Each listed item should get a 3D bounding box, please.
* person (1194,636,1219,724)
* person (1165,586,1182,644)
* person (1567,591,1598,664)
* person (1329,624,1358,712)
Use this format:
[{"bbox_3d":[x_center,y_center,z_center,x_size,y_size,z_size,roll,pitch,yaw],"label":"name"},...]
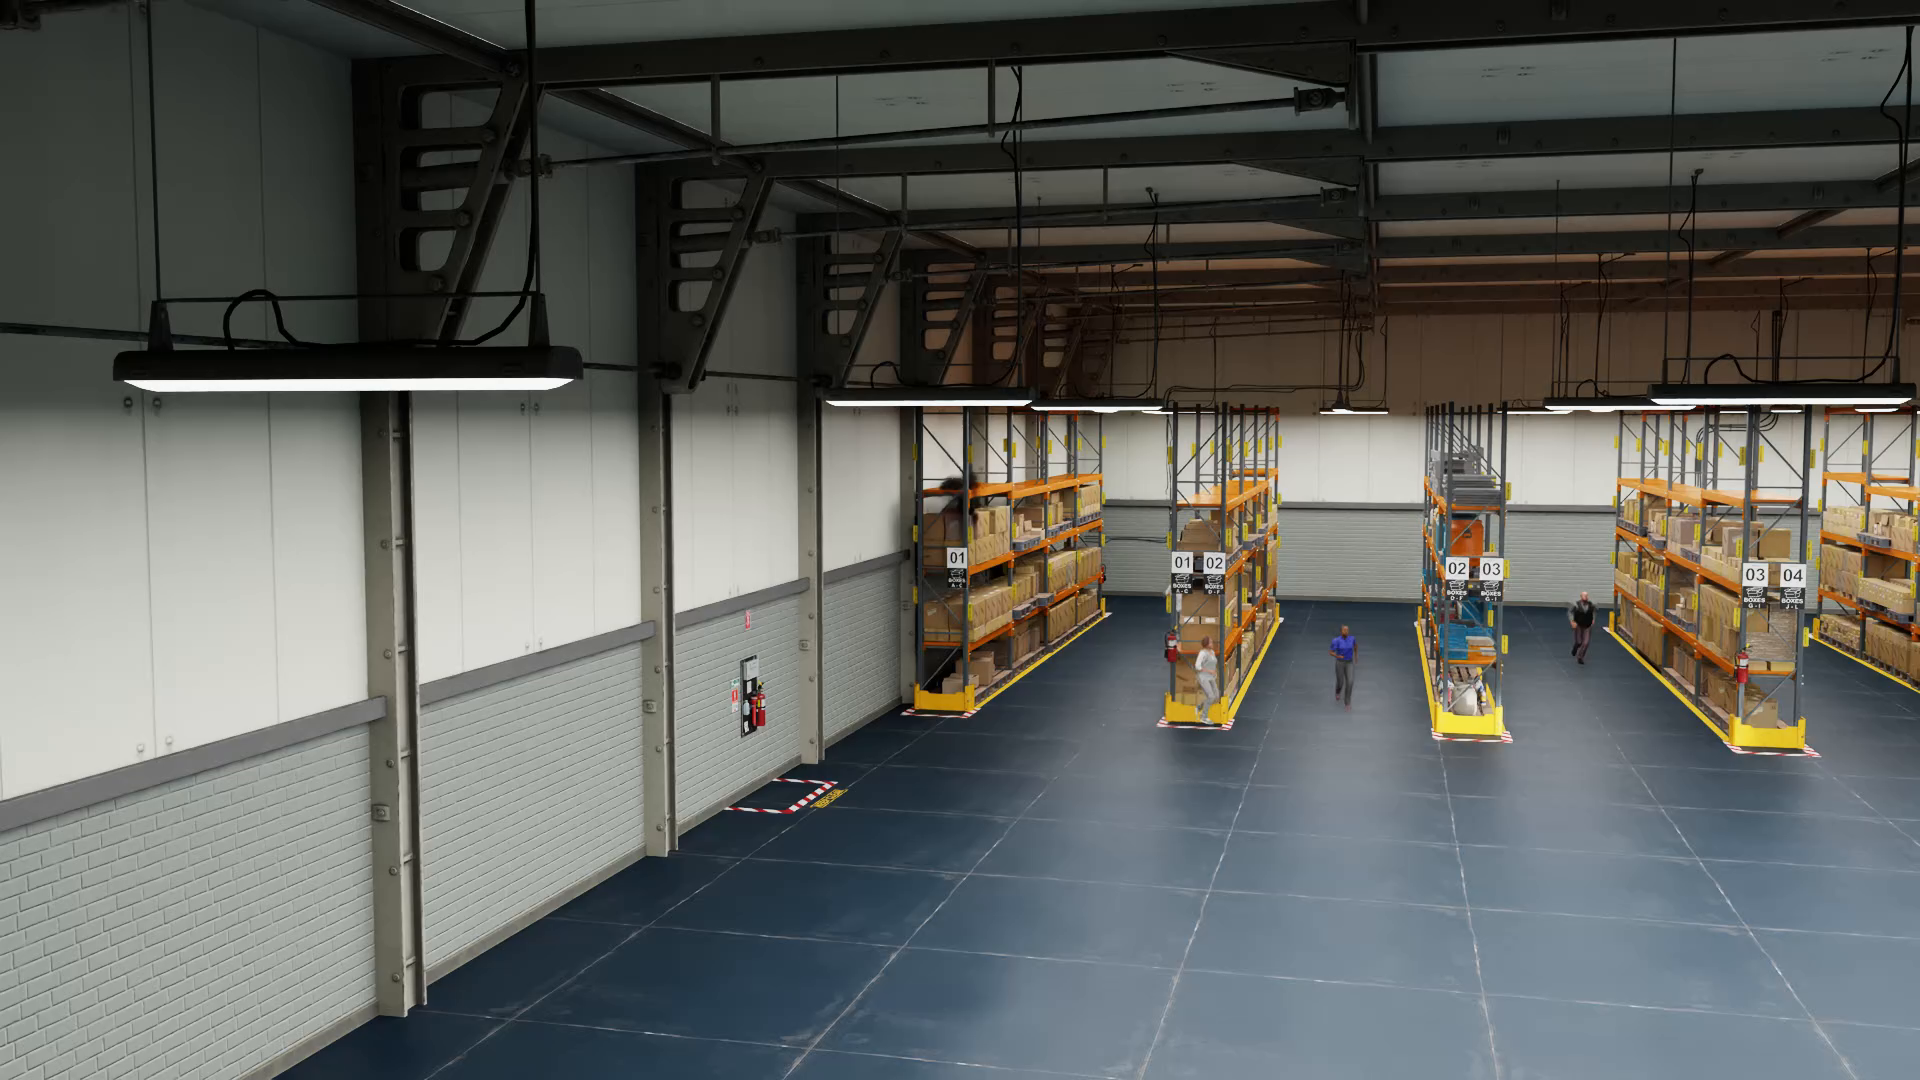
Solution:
[{"bbox_3d":[4.403,2.492,29.583,0.533,1.554,0.544,4,6,42],"label":"person"},{"bbox_3d":[5.504,1.767,41.923,0.726,1.749,0.902,1,4,17],"label":"person"},{"bbox_3d":[14.520,2.029,38.789,0.677,1.687,0.581,0,4,4],"label":"person"},{"bbox_3d":[7.557,2.502,32.761,0.608,1.701,0.894,0,4,-3],"label":"person"}]
